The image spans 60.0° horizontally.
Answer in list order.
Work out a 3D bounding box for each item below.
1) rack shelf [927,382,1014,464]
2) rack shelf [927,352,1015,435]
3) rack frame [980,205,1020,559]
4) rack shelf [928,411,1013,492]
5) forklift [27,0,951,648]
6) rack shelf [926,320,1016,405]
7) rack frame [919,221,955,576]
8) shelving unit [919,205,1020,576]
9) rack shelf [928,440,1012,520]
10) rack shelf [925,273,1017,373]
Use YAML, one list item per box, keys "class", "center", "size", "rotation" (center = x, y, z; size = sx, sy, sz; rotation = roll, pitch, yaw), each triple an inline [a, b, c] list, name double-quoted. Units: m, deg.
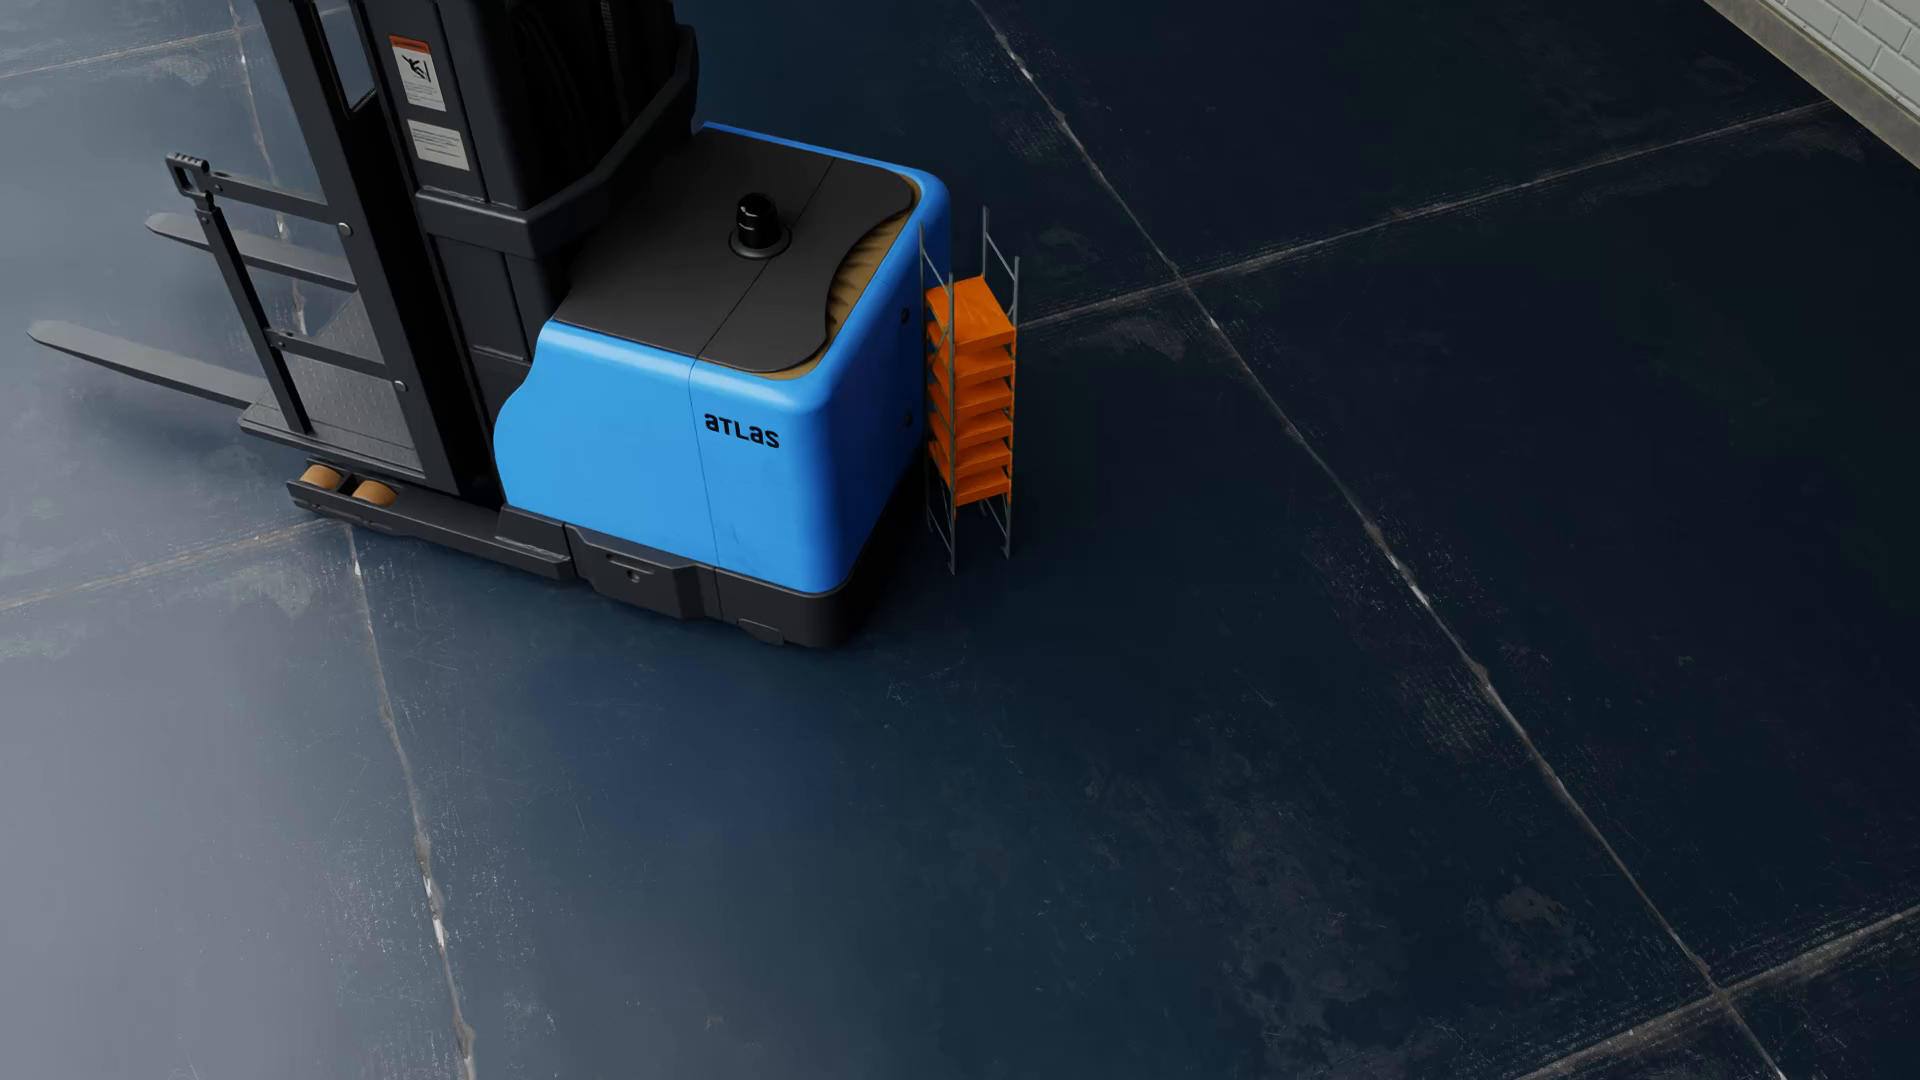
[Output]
- class: "rack shelf"
  center: [0.024, -0.362, 4.829]
  size: [0.180, 0.103, 0.258]
  rotation: [-16, 51, -14]
- class: "rack shelf"
  center: [0.024, -0.441, 4.738]
  size: [0.180, 0.103, 0.258]
  rotation: [-16, 51, -14]
- class: "rack frame"
  center: [0.109, -0.416, 4.816]
  size: [0.006, 1.200, 0.240]
  rotation: [-16, 51, -14]
- class: "rack shelf"
  center: [0.024, -0.284, 4.919]
  size: [0.180, 0.103, 0.258]
  rotation: [-16, 51, -14]
- class: "forklift"
  center: [-1.585, -1.340, 4.469]
  size: [3.031, 2.935, 1.130]
  rotation: [16, 51, 13]
- class: "rack shelf"
  center: [0.023, -0.519, 4.647]
  size: [0.180, 0.103, 0.258]
  rotation: [-16, 51, -14]
- class: "rack frame"
  center: [-0.062, -0.366, 4.773]
  size: [0.006, 1.200, 0.240]
  rotation: [-16, 51, -14]
- class: "shelving unit"
  center: [0.024, -0.391, 4.795]
  size: [0.189, 1.200, 0.258]
  rotation: [-16, 51, -14]
- class: "rack shelf"
  center: [0.024, -0.206, 5.010]
  size: [0.180, 0.103, 0.258]
  rotation: [-16, 51, -14]
- class: "rack shelf"
  center: [0.023, -0.597, 4.556]
  size: [0.180, 0.103, 0.258]
  rotation: [-16, 51, -14]
